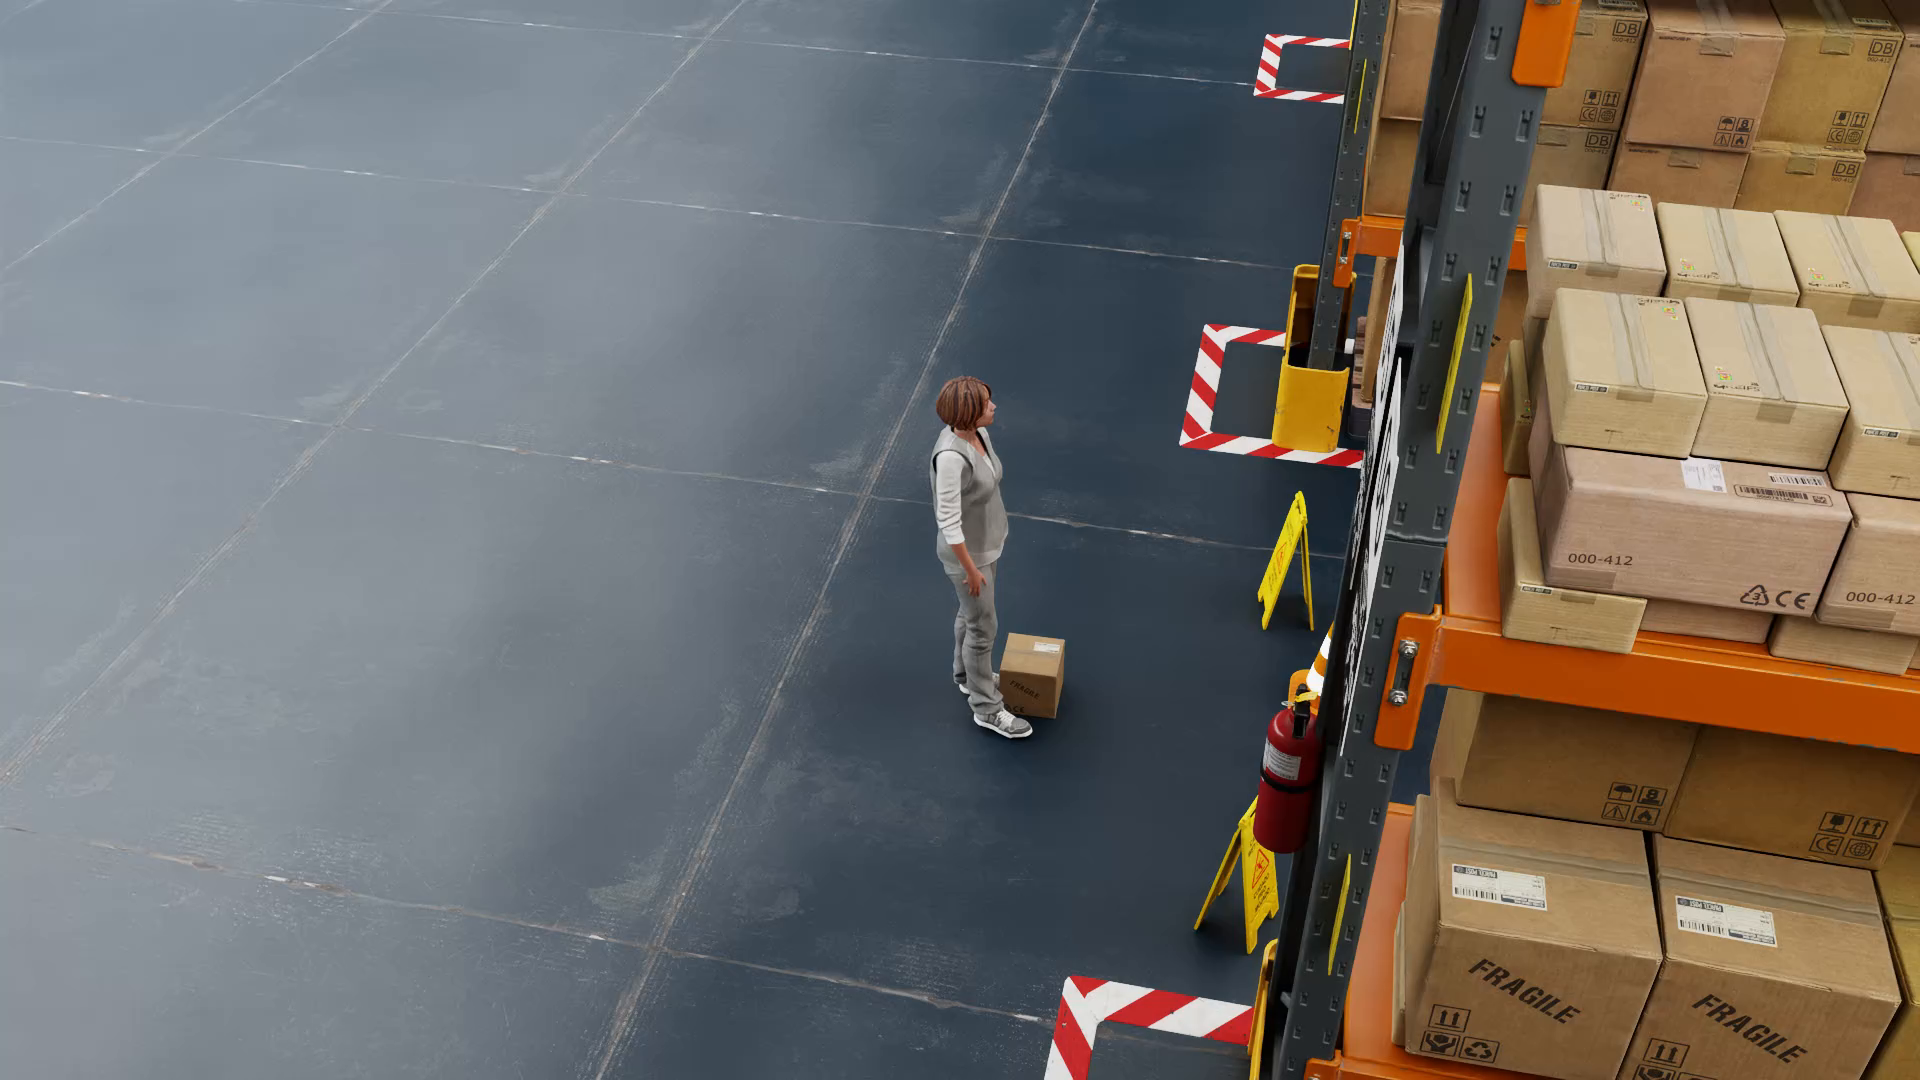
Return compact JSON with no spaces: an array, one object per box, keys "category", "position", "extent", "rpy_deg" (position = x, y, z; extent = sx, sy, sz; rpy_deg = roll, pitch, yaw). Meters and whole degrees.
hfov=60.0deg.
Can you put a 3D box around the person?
[{"category":"person","position":[0.127,0.055,6.894],"extent":[0.472,1.586,0.521],"rpy_deg":[8,38,10]}]
